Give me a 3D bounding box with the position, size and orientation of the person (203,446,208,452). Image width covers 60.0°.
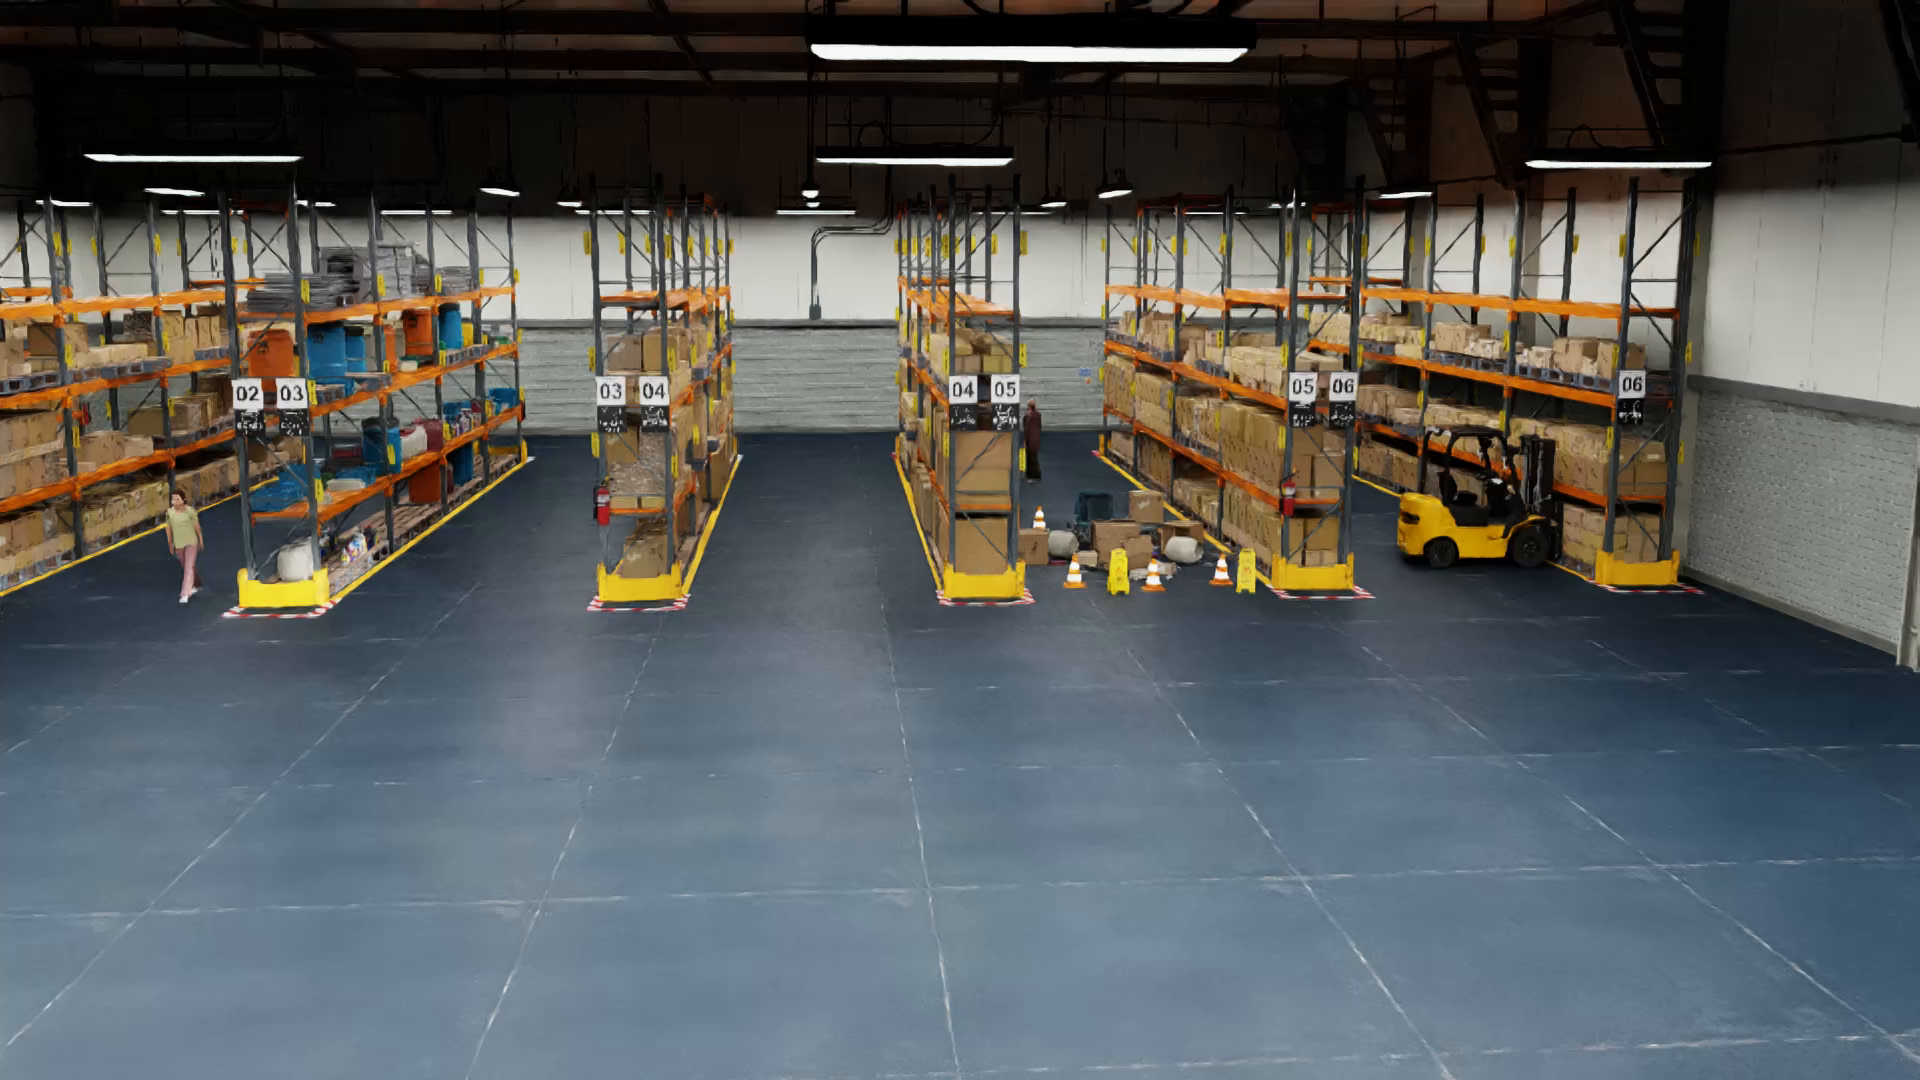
[{"bbox_3d":[-17.233,-2.441,37.567,0.724,1.733,0.546,-1,10,-6],"label":"person"}]

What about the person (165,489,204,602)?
[{"bbox_3d":[-11.092,0.051,23.716,0.448,1.588,1.095,0,10,-2],"label":"person"}]

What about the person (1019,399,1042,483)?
[{"bbox_3d":[1.493,-2.132,35.560,0.624,1.773,0.677,4,11,23],"label":"person"}]
